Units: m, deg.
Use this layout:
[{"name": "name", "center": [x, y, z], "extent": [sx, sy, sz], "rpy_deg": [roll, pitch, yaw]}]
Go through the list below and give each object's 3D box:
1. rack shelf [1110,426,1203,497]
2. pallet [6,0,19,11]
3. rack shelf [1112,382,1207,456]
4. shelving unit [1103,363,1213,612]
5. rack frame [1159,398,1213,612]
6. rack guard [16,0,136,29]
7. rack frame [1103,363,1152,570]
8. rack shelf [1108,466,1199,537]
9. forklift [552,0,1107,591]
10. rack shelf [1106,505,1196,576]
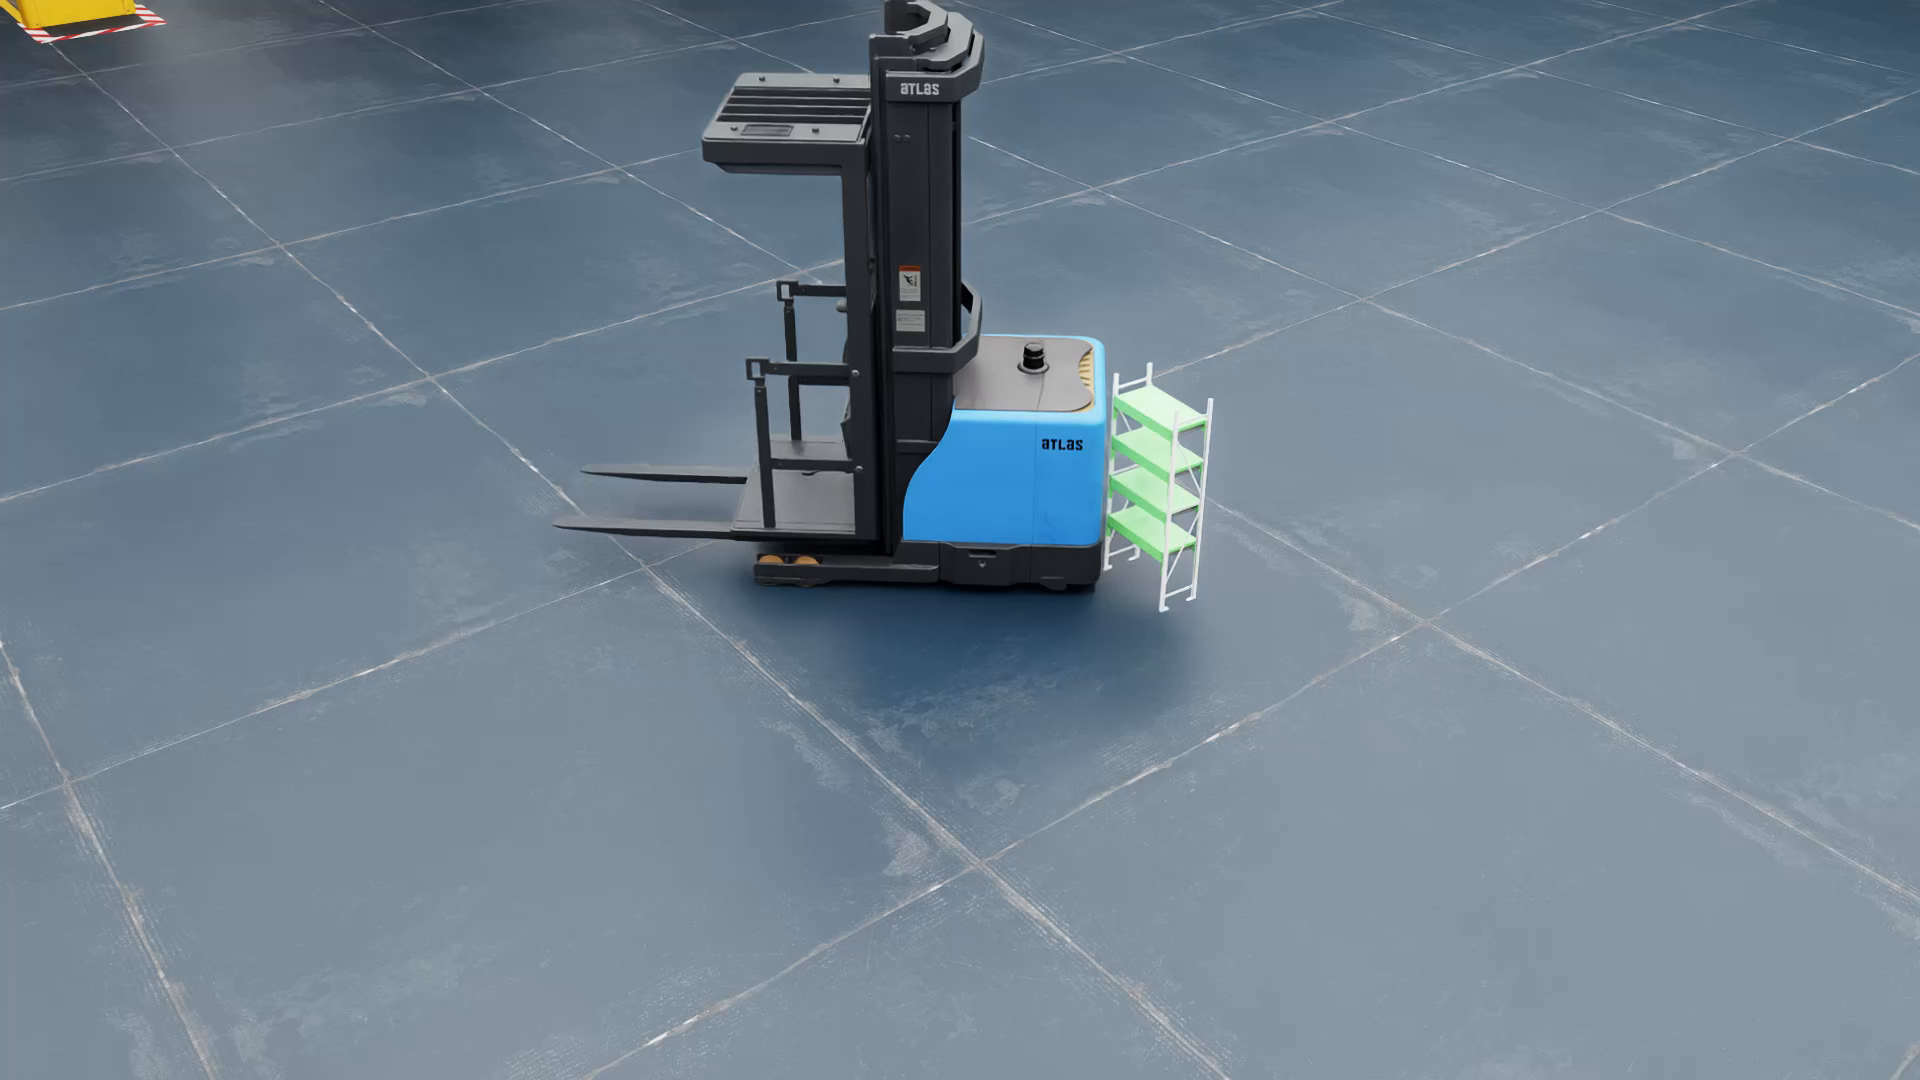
[{"name": "rack shelf", "center": [1.033, -0.422, 8.686], "extent": [0.258, 0.148, 0.480], "rpy_deg": [-19, 37, -28]}, {"name": "pallet", "center": [-10.630, -6.444, 19.653], "extent": [1.003, 0.211, 1.213], "rpy_deg": [-22, 38, -31]}, {"name": "rack shelf", "center": [1.033, -0.626, 8.559], "extent": [0.258, 0.148, 0.480], "rpy_deg": [-19, 37, -28]}, {"name": "shelving unit", "center": [1.033, -0.273, 8.779], "extent": [0.258, 1.200, 0.503], "rpy_deg": [-19, 37, -28]}, {"name": "rack frame", "center": [1.166, -0.165, 8.605], "extent": [0.240, 1.200, 0.015], "rpy_deg": [-19, 37, -28]}, {"name": "rack guard", "center": [-10.136, -6.227, 19.029], "extent": [1.175, 0.500, 0.348], "rpy_deg": [-22, 38, -31]}, {"name": "rack frame", "center": [0.900, -0.381, 8.952], "extent": [0.240, 1.200, 0.015], "rpy_deg": [-19, 37, -28]}, {"name": "rack shelf", "center": [1.033, -0.218, 8.812], "extent": [0.258, 0.148, 0.480], "rpy_deg": [-19, 37, -28]}, {"name": "forklift", "center": [-0.724, -1.265, 8.735], "extent": [3.031, 2.935, 1.130], "rpy_deg": [2, 32, 3]}, {"name": "rack shelf", "center": [1.033, -0.015, 8.939], "extent": [0.258, 0.148, 0.480], "rpy_deg": [-19, 37, -28]}]
